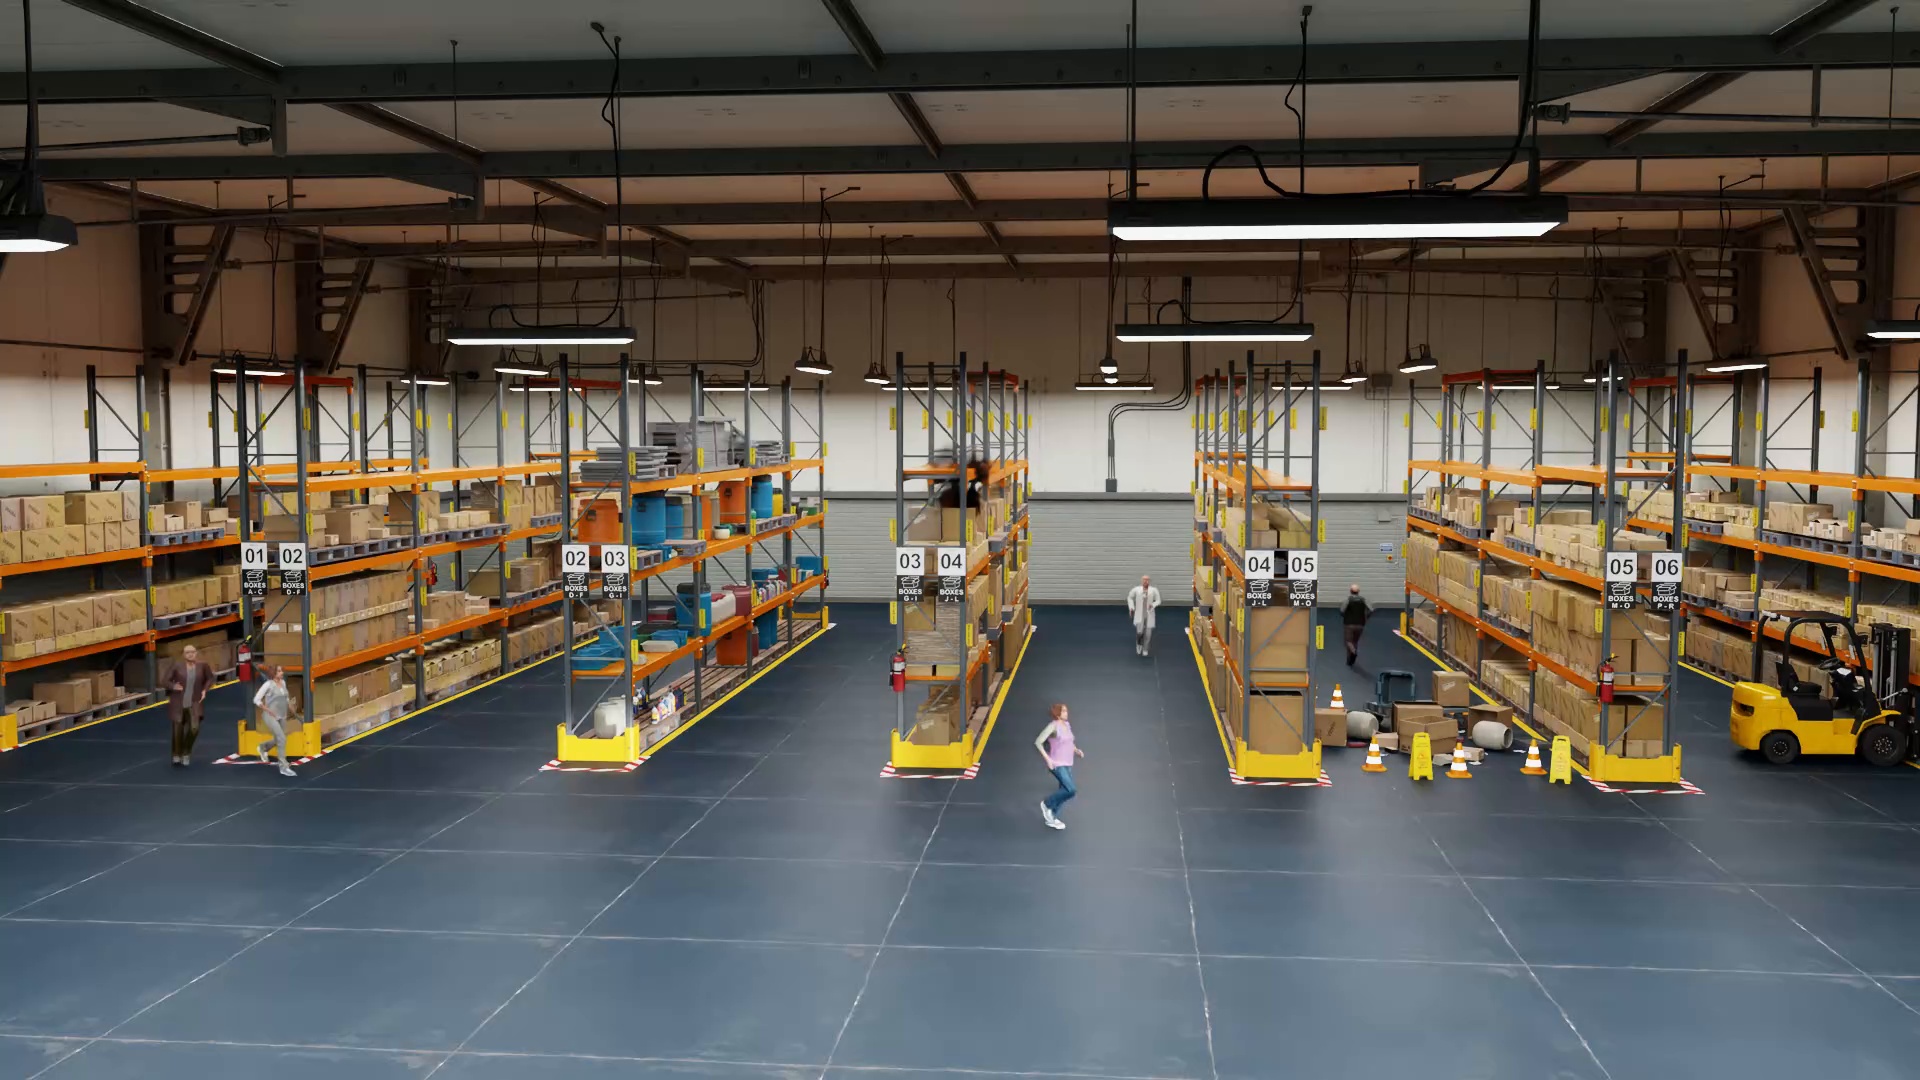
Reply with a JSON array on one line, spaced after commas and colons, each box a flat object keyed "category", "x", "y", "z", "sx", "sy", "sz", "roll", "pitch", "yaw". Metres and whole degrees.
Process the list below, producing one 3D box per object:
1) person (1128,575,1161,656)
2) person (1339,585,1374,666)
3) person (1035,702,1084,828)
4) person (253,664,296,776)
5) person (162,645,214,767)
[{"category": "person", "x": 3.919, "y": 1.614, "z": 35.323, "sx": 0.704, "sy": 1.734, "sz": 0.653, "roll": 0, "pitch": 4, "yaw": 4}, {"category": "person", "x": 8.053, "y": 1.752, "z": 33.914, "sx": 0.691, "sy": 1.692, "sz": 0.783, "roll": 0, "pitch": 4, "yaw": -7}, {"category": "person", "x": 1.261, "y": 2.772, "z": 20.391, "sx": 0.541, "sy": 1.560, "sz": 0.532, "roll": 3, "pitch": 5, "yaw": 36}, {"category": "person", "x": -9.777, "y": 2.558, "z": 23.620, "sx": 0.754, "sy": 1.574, "sz": 0.542, "roll": 2, "pitch": 4, "yaw": 21}, {"category": "person", "x": -11.207, "y": 2.421, "z": 24.185, "sx": 0.712, "sy": 1.785, "sz": 0.745, "roll": -2, "pitch": 5, "yaw": -28}]
